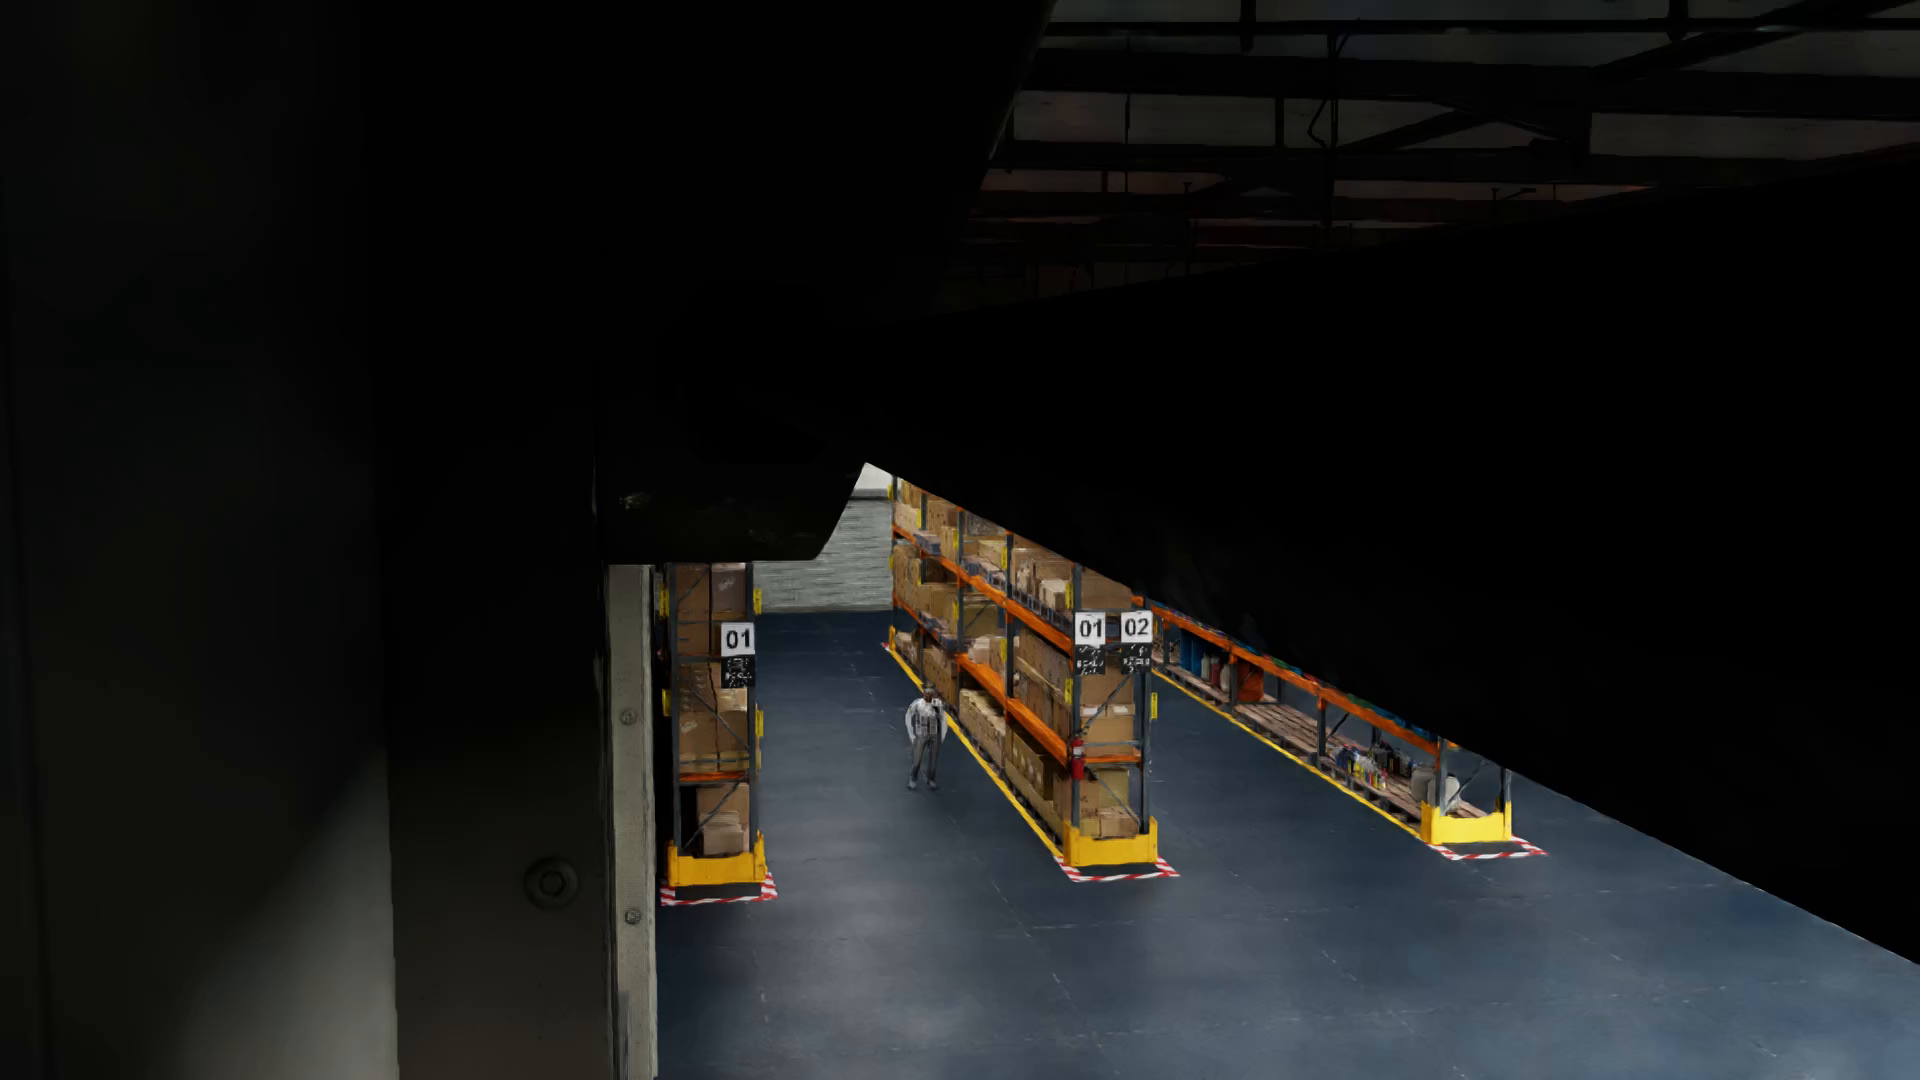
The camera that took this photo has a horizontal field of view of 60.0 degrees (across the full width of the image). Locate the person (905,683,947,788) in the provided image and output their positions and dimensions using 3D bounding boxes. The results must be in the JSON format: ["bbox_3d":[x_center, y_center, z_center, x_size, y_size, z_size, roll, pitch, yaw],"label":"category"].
[{"bbox_3d":[-0.502,2.875,24.569,0.639,1.632,0.512,-1,6,-12],"label":"person"}]
